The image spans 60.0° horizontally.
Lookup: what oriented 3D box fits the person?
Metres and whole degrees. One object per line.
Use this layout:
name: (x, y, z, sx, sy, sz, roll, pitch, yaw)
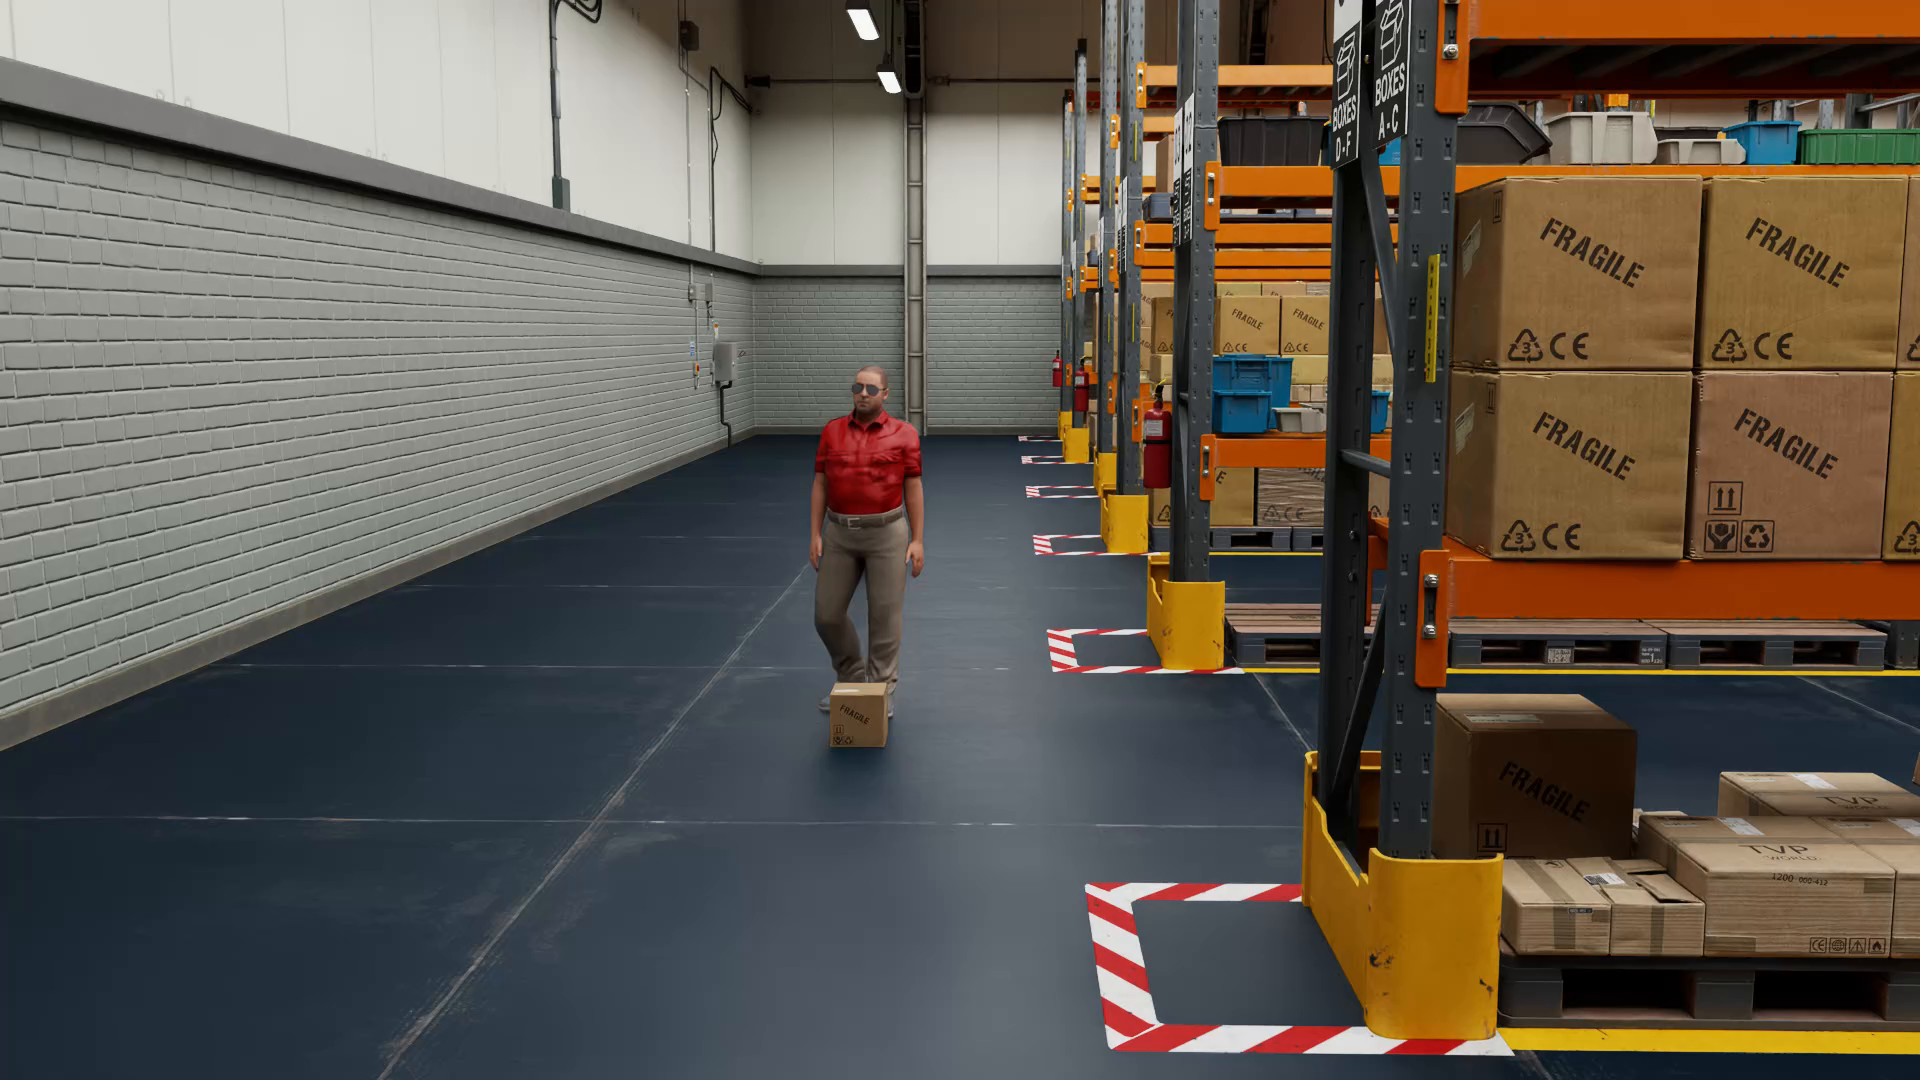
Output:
person: (-0.459, 0.006, 8.203, 0.569, 1.725, 0.485, 1, 7, 9)
